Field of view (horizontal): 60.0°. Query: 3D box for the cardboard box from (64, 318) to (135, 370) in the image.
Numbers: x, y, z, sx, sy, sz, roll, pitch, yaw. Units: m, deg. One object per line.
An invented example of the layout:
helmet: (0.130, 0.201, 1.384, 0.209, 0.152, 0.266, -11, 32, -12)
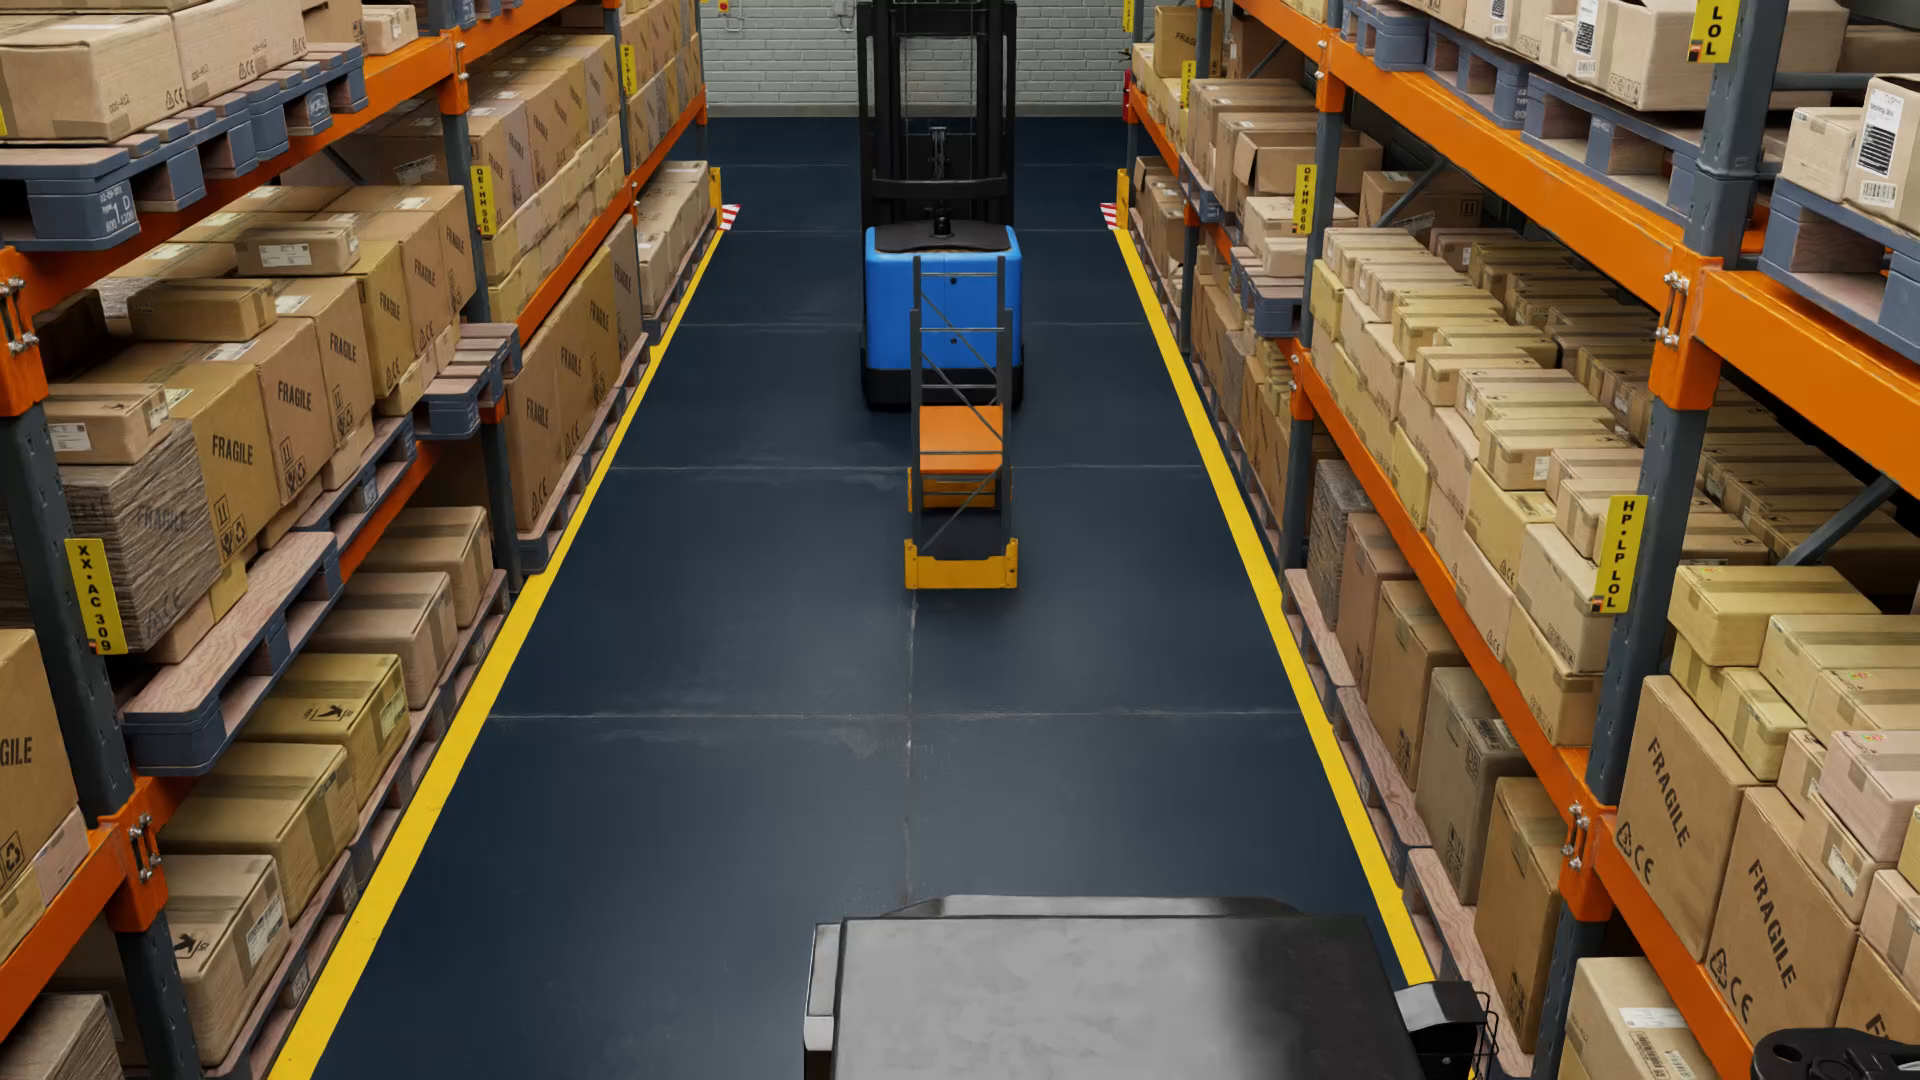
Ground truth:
cardboard box: (-2.986, -0.432, 5.574, 0.500, 0.500, 0.500, 1, 24, 1)

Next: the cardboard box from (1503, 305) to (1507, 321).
cardboard box: (2.464, -0.891, 7.155, 0.500, 0.250, 0.500, 0, 24, 0)

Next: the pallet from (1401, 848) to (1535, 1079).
pallet: (2.171, 1.490, 5.700, 1.003, 0.211, 1.213, 0, 24, -1)

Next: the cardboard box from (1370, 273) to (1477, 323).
cardboard box: (1.931, -1.011, 6.936, 0.380, 0.149, 0.250, 0, 24, 0)

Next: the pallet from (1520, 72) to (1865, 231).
pallet: (2.195, -1.120, 4.679, 0.805, 0.209, 1.217, -1, 24, -3)

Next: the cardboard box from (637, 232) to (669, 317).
cardboard box: (-2.732, -2.033, 12.705, 0.875, 0.438, 0.875, -1, 24, -1)

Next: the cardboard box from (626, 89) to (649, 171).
cardboard box: (-2.576, -2.990, 12.100, 0.500, 0.500, 0.500, 1, 24, 1)

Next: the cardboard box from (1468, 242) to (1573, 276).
cardboard box: (2.495, -1.226, 7.413, 0.380, 0.149, 0.250, 0, 24, 1)

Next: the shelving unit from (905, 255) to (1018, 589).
shelving unit: (0.001, -0.652, 8.871, 0.587, 1.500, 1.083, 0, 24, -1)

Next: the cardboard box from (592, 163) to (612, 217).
cardboard box: (-2.571, -2.288, 10.851, 0.500, 0.250, 0.500, -1, 24, -1)

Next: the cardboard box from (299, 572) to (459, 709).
cardboard box: (-2.777, 0.441, 7.314, 0.950, 0.372, 0.625, -1, 24, -2)

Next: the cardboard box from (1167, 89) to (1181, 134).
cardboard box: (1.861, -3.256, 12.631, 0.500, 0.250, 0.500, 0, 24, 0)

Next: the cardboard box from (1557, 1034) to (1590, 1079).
cardboard box: (1.914, 1.557, 4.388, 0.500, 0.250, 0.500, 0, 24, -1)

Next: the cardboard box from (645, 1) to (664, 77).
cardboard box: (-2.589, -3.868, 12.827, 0.500, 0.500, 0.500, 0, 24, 0)

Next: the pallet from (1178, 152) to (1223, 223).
pallet: (2.030, -2.357, 11.054, 1.003, 0.211, 1.213, 0, 24, -1)

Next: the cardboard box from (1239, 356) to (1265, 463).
cardboard box: (1.951, -0.773, 9.844, 0.500, 0.500, 0.500, 1, 24, 2)

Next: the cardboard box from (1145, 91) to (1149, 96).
cardboard box: (1.865, -4.067, 14.906, 0.380, 0.149, 0.250, 0, 24, 1)

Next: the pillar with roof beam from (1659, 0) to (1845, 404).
pillar with roof beam: (-1.215, -3.307, 5.641, 9.100, 9.000, 0.400, 0, 24, -1)

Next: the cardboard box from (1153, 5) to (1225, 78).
cardboard box: (1.839, -4.025, 13.420, 0.500, 0.500, 0.500, 0, 24, 1)

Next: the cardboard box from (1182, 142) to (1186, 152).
cardboard box: (1.850, -2.897, 12.320, 0.380, 0.149, 0.250, 0, 24, 1)

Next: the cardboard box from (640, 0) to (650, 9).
cardboard box: (-2.556, -4.101, 12.556, 0.380, 0.149, 0.250, -1, 24, -2)

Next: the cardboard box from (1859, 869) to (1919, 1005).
cardboard box: (1.923, 0.738, 3.070, 0.380, 0.149, 0.250, 0, 24, -1)

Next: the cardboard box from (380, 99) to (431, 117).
cardboard box: (-3.070, -2.026, 8.755, 0.500, 0.500, 0.500, 0, 24, 0)

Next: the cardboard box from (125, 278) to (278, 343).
cardboard box: (-2.512, -0.764, 5.521, 0.380, 0.149, 0.250, 1, 24, 2)

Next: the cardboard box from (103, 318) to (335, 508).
cardboard box: (-2.462, -0.431, 5.570, 0.500, 0.500, 0.500, 0, 24, -1)

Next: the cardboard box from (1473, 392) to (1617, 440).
cardboard box: (1.945, -0.382, 5.545, 0.380, 0.149, 0.250, -1, 24, -2)

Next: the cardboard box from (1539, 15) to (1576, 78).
cardboard box: (1.902, -1.418, 4.780, 0.380, 0.149, 0.250, 0, 24, -1)

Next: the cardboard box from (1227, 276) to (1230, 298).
cardboard box: (1.980, -1.641, 10.974, 0.380, 0.149, 0.250, -1, 24, -1)

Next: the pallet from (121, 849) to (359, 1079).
pallet: (-2.755, 1.496, 5.686, 1.003, 0.211, 1.213, 0, 24, -1)

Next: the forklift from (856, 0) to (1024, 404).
forklift: (-0.172, -2.808, 11.902, 1.130, 2.935, 3.031, -1, 24, -3)

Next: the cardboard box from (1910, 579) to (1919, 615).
cardboard box: (2.523, 0.176, 3.951, 0.380, 0.149, 0.250, 0, 24, 0)

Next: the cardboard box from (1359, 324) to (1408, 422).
cardboard box: (1.927, -0.679, 6.687, 0.500, 0.250, 0.500, -1, 24, -2)

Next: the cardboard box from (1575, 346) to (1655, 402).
cardboard box: (2.458, -0.593, 6.012, 0.380, 0.149, 0.250, 0, 24, 0)

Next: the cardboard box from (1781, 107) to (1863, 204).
cardboard box: (1.919, -0.780, 3.369, 0.380, 0.149, 0.250, 0, 24, 1)

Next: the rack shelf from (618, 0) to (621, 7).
rack shelf: (-2.855, -4.613, 13.043, 1.077, 0.370, 4.000, 0, 24, -1)

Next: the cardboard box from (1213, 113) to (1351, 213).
cardboard box: (1.926, -2.274, 10.006, 0.700, 0.500, 0.500, 0, 24, -1)

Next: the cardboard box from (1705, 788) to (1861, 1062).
cardboard box: (1.984, 0.876, 3.553, 0.500, 0.500, 0.500, 0, 24, 0)

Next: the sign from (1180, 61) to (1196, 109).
sign: (1.588, -3.163, 11.553, 0.100, 0.325, 0.005, 0, 24, -1)

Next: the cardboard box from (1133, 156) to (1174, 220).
cardboard box: (1.999, -3.224, 15.257, 0.797, 0.503, 0.637, -1, 24, -3)

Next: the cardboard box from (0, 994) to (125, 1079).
cardboard box: (-2.471, 1.509, 4.191, 0.500, 0.500, 0.500, -1, 24, -1)

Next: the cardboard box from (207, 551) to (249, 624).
cardboard box: (-2.430, 0.137, 5.101, 0.380, 0.149, 0.250, 0, 24, 1)

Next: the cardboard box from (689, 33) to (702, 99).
cardboard box: (-2.607, -4.246, 14.878, 0.500, 0.500, 0.500, 0, 24, 0)

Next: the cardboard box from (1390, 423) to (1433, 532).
cardboard box: (1.952, -0.240, 6.323, 0.500, 0.250, 0.500, 1, 24, 1)

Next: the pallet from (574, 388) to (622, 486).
pallet: (-2.733, -0.658, 10.449, 1.003, 0.211, 1.213, 0, 24, -1)

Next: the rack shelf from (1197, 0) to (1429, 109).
rack shelf: (2.152, -2.989, 9.451, 1.077, 0.370, 4.000, 0, 24, -1)

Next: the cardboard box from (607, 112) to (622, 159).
cardboard box: (-2.585, -2.729, 11.219, 0.500, 0.250, 0.500, 0, 24, -1)

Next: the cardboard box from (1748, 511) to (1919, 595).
cardboard box: (2.428, 0.036, 4.623, 0.380, 0.149, 0.250, -1, 24, -2)

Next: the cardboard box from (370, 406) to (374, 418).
cardboard box: (-2.539, -0.510, 6.532, 0.380, 0.149, 0.250, 0, 24, 0)

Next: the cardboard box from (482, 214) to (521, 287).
cardboard box: (-2.548, -1.471, 8.438, 0.500, 0.250, 0.500, 0, 24, -1)

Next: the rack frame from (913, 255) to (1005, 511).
rack frame: (-0.005, -0.858, 9.326, 0.500, 1.500, 0.032, 0, 24, -1)

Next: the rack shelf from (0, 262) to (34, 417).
rack shelf: (-2.724, 0.332, 2.110, 1.077, 0.370, 4.000, 0, 24, -1)

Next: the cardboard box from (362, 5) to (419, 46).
cardboard box: (-2.576, -2.225, 7.195, 0.380, 0.149, 0.250, 0, 24, -1)

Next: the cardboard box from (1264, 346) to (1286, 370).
cardboard box: (1.965, -1.006, 9.571, 0.380, 0.149, 0.250, 0, 24, 1)

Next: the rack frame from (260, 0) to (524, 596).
rack frame: (-2.789, -1.102, 8.046, 1.000, 3.000, 0.127, 0, 24, -1)

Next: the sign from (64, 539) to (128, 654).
sign: (-2.203, 0.146, 4.236, 0.100, 0.325, 0.005, 0, 24, -1)

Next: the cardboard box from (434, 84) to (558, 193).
cardboard box: (-2.555, -2.225, 9.195, 0.500, 0.500, 0.500, 0, 24, 1)
